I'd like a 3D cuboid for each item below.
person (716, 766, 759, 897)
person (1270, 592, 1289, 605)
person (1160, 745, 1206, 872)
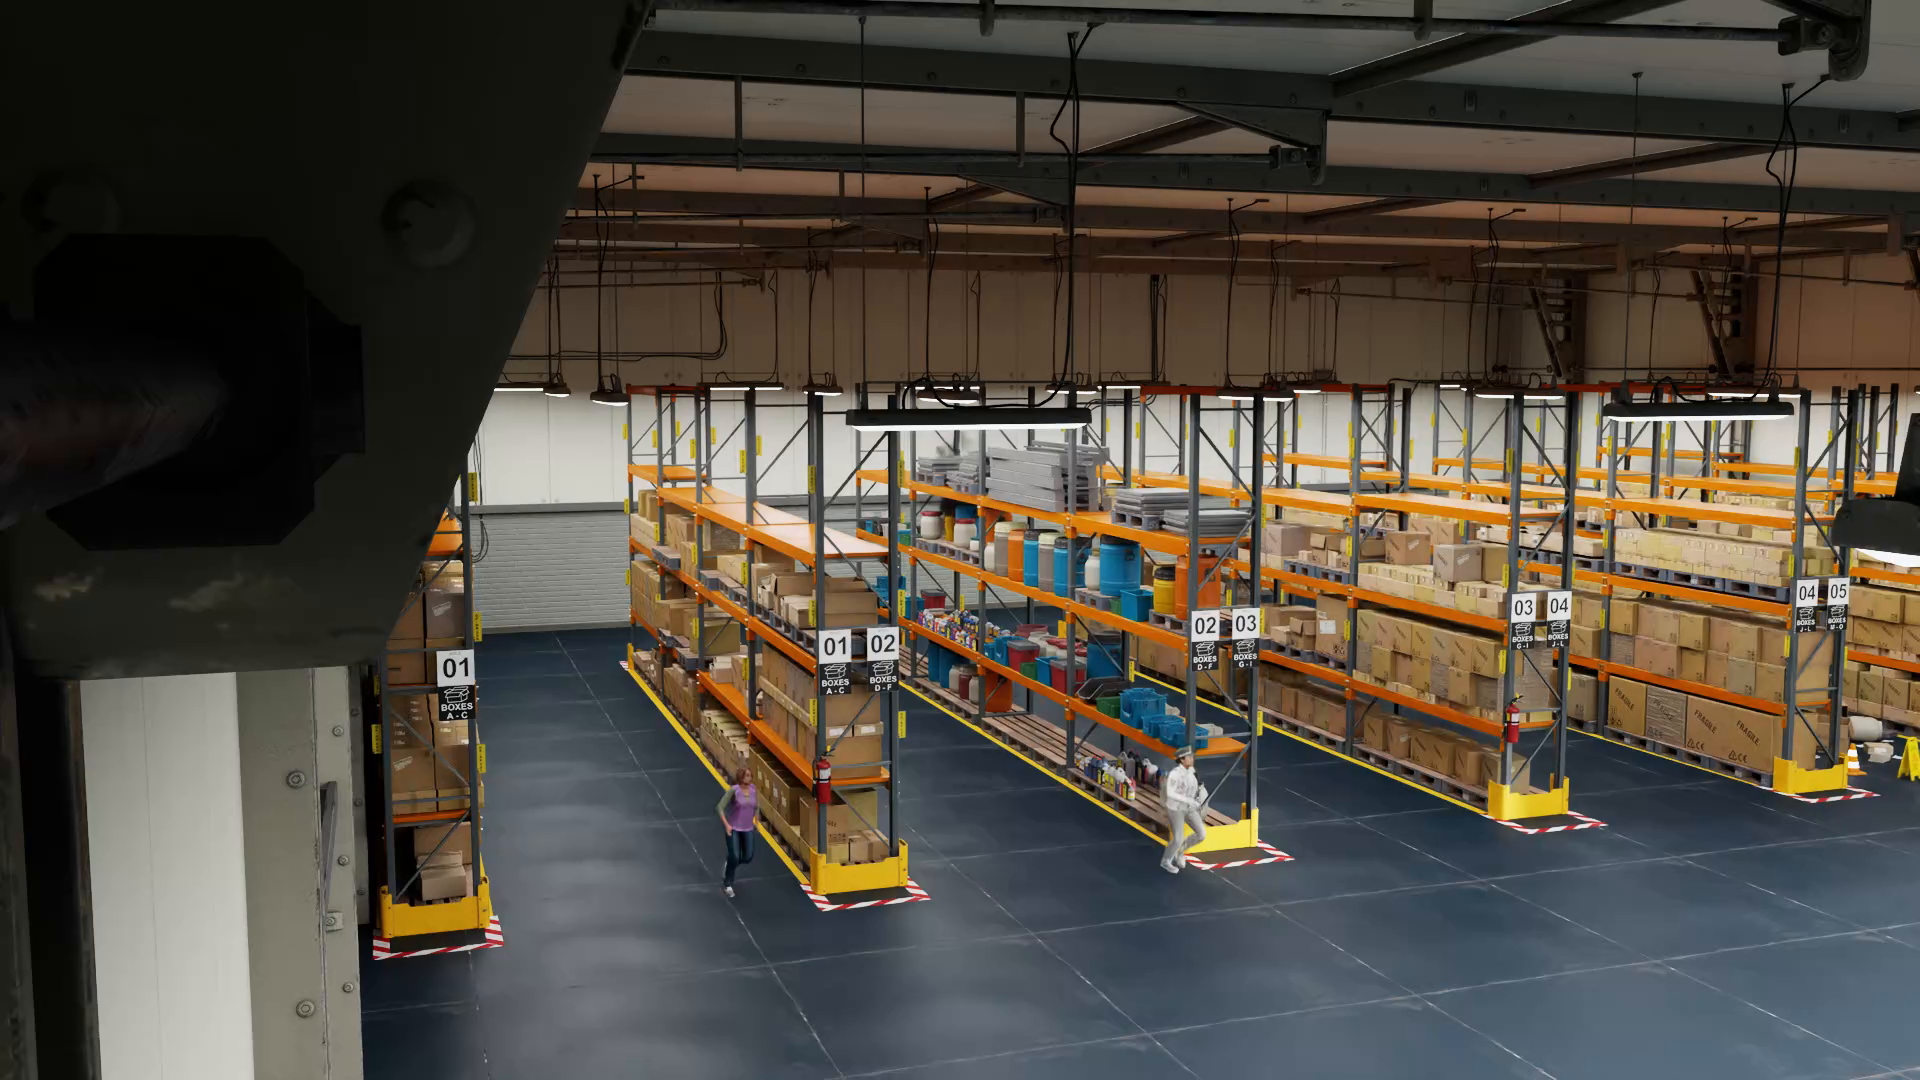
[{"bbox_3d":[-2.671,3.507,20.147,0.585,1.553,0.495,-4,7,-33],"label":"person"},{"bbox_3d":[8.045,1.249,41.464,0.687,1.704,0.574,-2,6,-20],"label":"person"},{"bbox_3d":[2.792,3.374,20.805,0.585,1.643,0.642,-6,8,-44],"label":"person"}]
